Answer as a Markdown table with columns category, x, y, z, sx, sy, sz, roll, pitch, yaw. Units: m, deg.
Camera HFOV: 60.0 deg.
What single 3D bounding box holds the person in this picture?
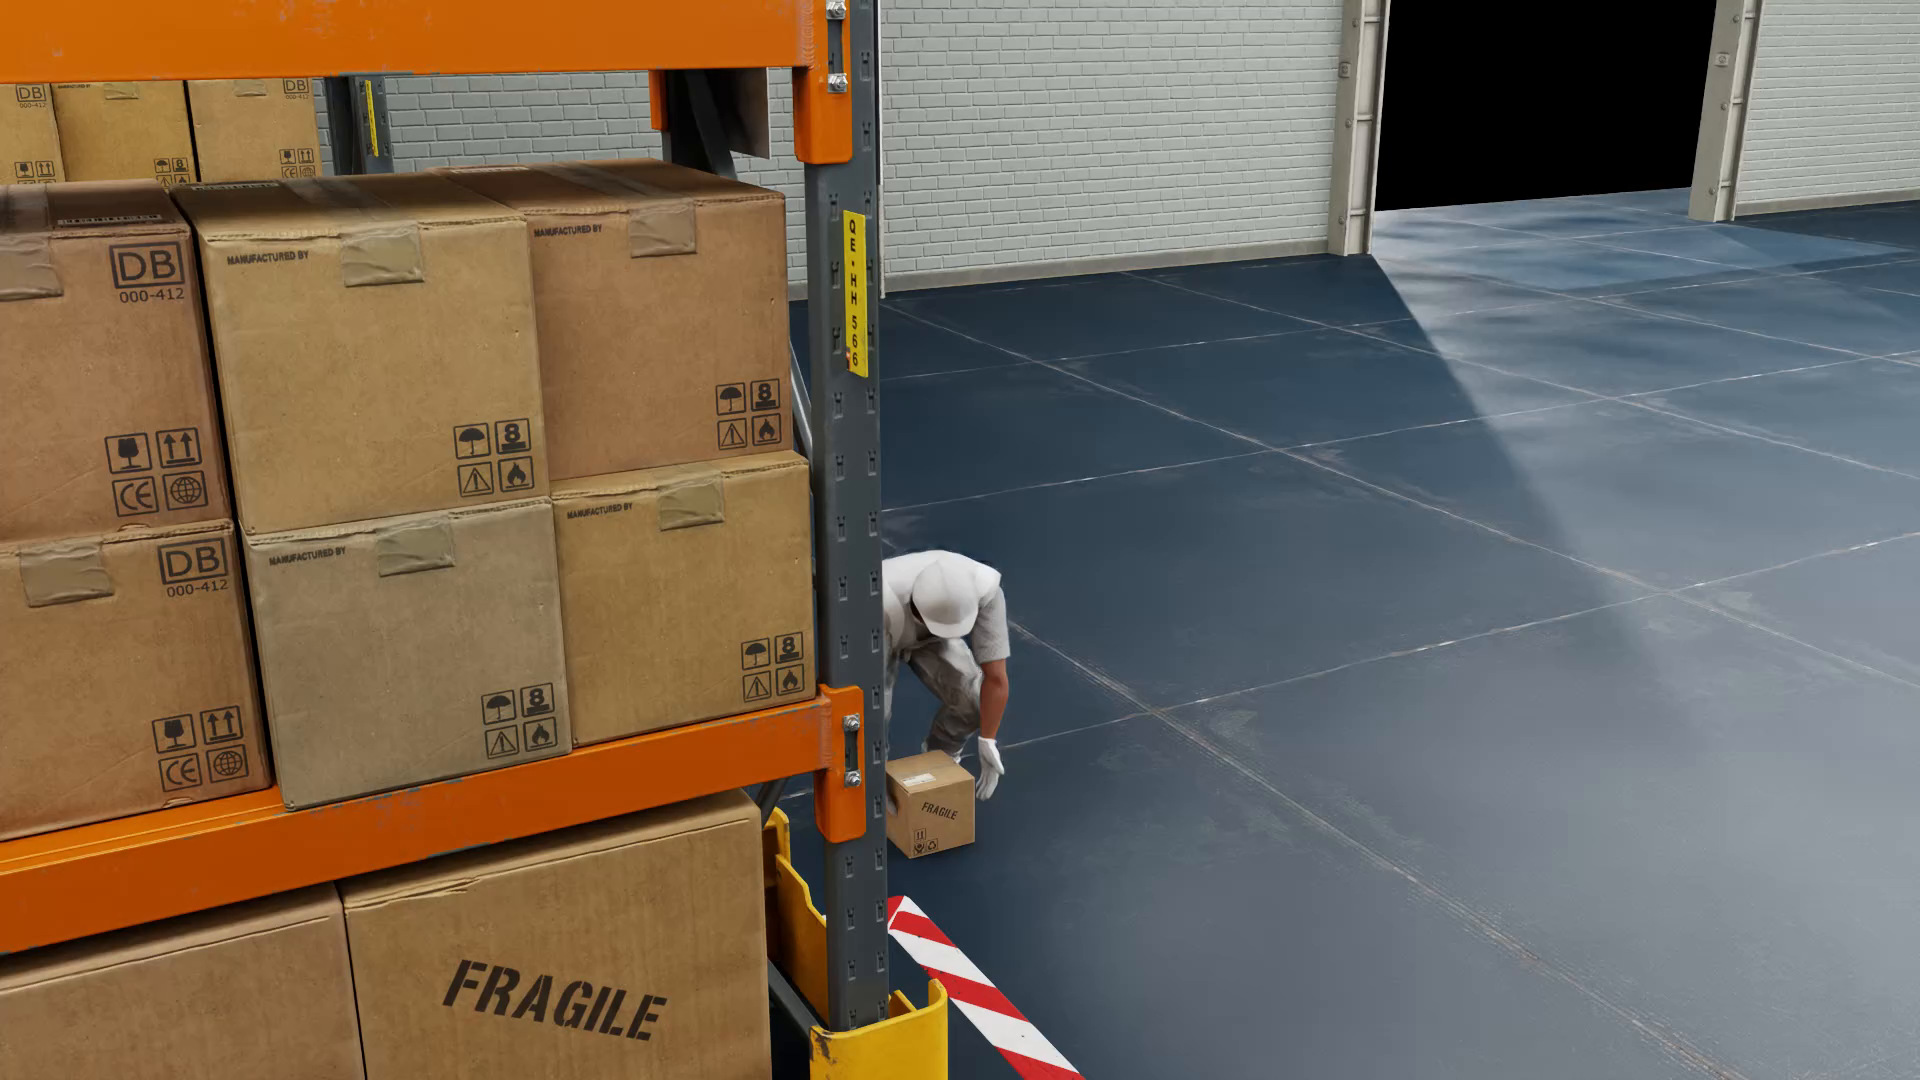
| category | x | y | z | sx | sy | sz | roll | pitch | yaw |
| --- | --- | --- | --- | --- | --- | --- | --- | --- | --- |
| person | -0.136 | 0.445 | 5.910 | 0.578 | 1.015 | 0.902 | -3 | 19 | -10 |
